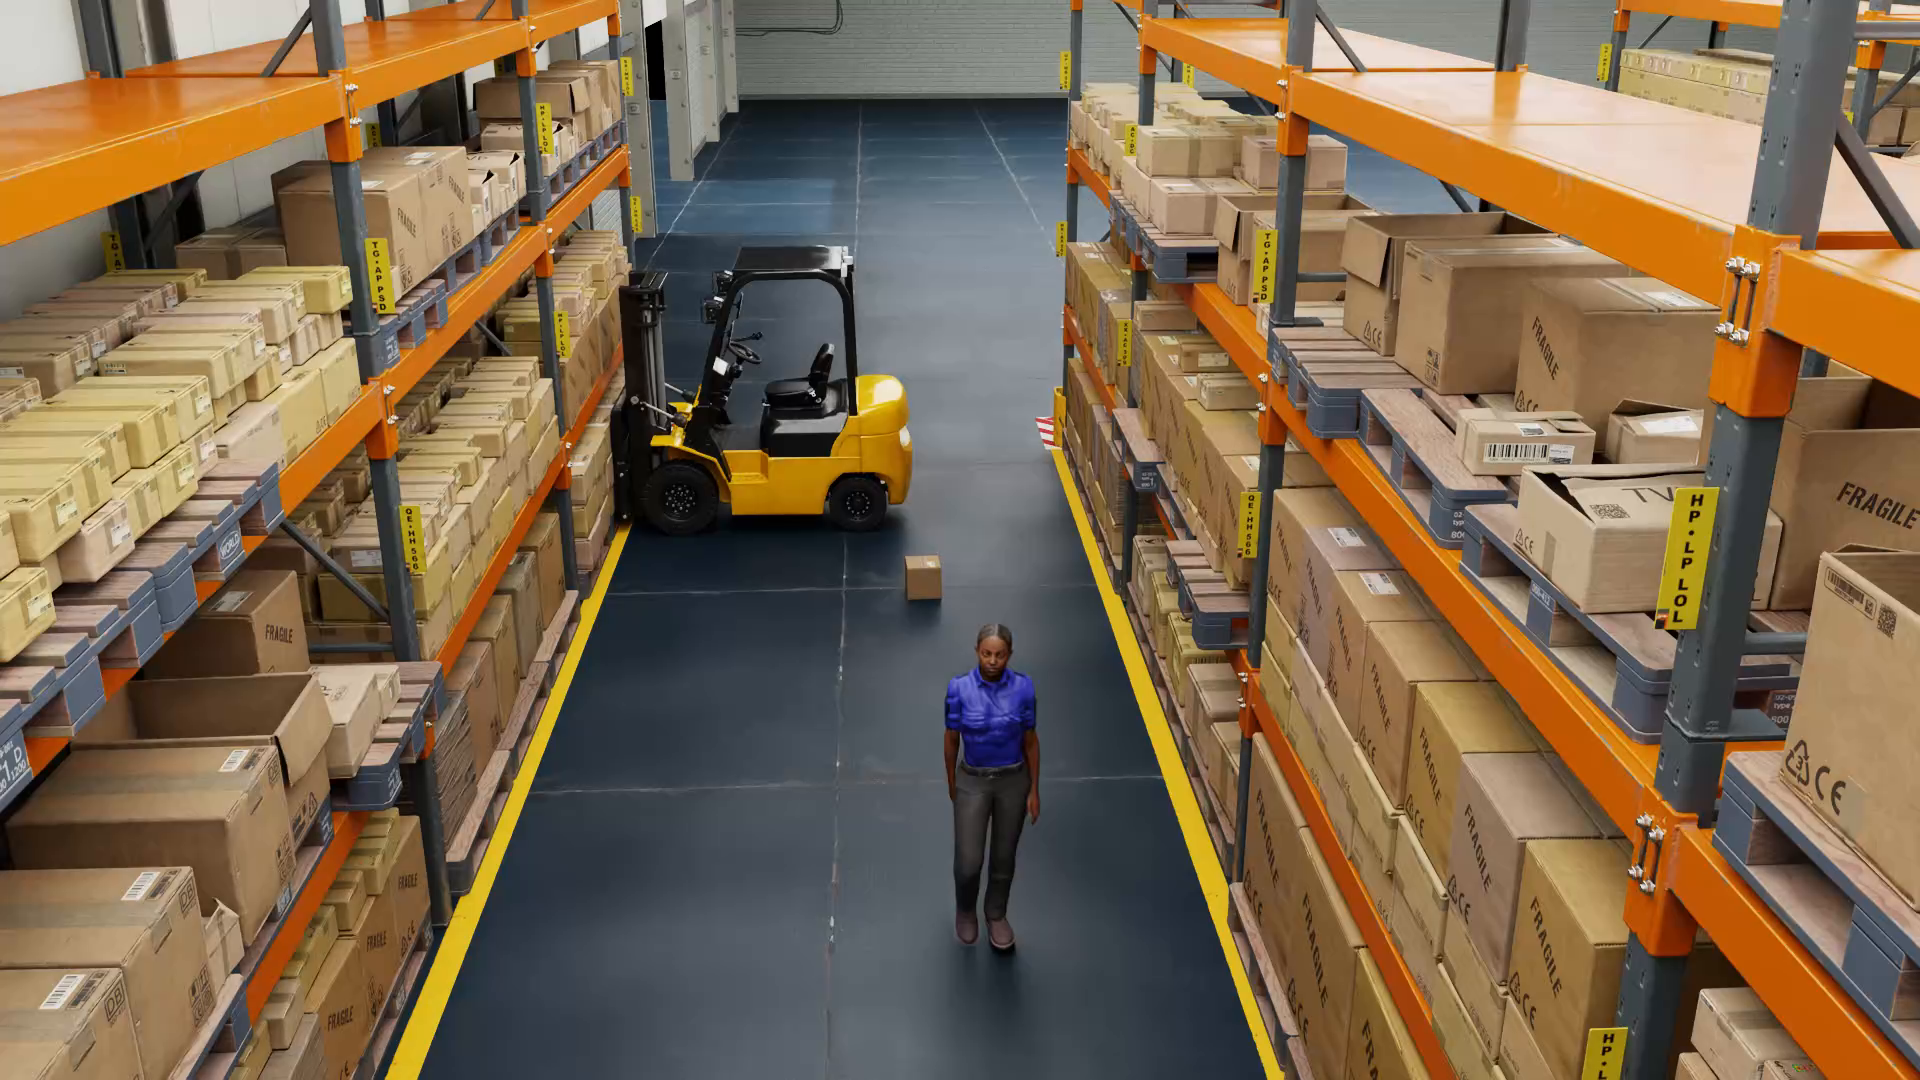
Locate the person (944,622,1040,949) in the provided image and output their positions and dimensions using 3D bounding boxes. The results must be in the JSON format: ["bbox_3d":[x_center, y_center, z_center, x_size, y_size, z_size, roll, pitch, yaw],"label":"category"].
[{"bbox_3d":[0.160,1.197,7.849,0.444,1.672,0.423,-3,21,-8],"label":"person"}]
